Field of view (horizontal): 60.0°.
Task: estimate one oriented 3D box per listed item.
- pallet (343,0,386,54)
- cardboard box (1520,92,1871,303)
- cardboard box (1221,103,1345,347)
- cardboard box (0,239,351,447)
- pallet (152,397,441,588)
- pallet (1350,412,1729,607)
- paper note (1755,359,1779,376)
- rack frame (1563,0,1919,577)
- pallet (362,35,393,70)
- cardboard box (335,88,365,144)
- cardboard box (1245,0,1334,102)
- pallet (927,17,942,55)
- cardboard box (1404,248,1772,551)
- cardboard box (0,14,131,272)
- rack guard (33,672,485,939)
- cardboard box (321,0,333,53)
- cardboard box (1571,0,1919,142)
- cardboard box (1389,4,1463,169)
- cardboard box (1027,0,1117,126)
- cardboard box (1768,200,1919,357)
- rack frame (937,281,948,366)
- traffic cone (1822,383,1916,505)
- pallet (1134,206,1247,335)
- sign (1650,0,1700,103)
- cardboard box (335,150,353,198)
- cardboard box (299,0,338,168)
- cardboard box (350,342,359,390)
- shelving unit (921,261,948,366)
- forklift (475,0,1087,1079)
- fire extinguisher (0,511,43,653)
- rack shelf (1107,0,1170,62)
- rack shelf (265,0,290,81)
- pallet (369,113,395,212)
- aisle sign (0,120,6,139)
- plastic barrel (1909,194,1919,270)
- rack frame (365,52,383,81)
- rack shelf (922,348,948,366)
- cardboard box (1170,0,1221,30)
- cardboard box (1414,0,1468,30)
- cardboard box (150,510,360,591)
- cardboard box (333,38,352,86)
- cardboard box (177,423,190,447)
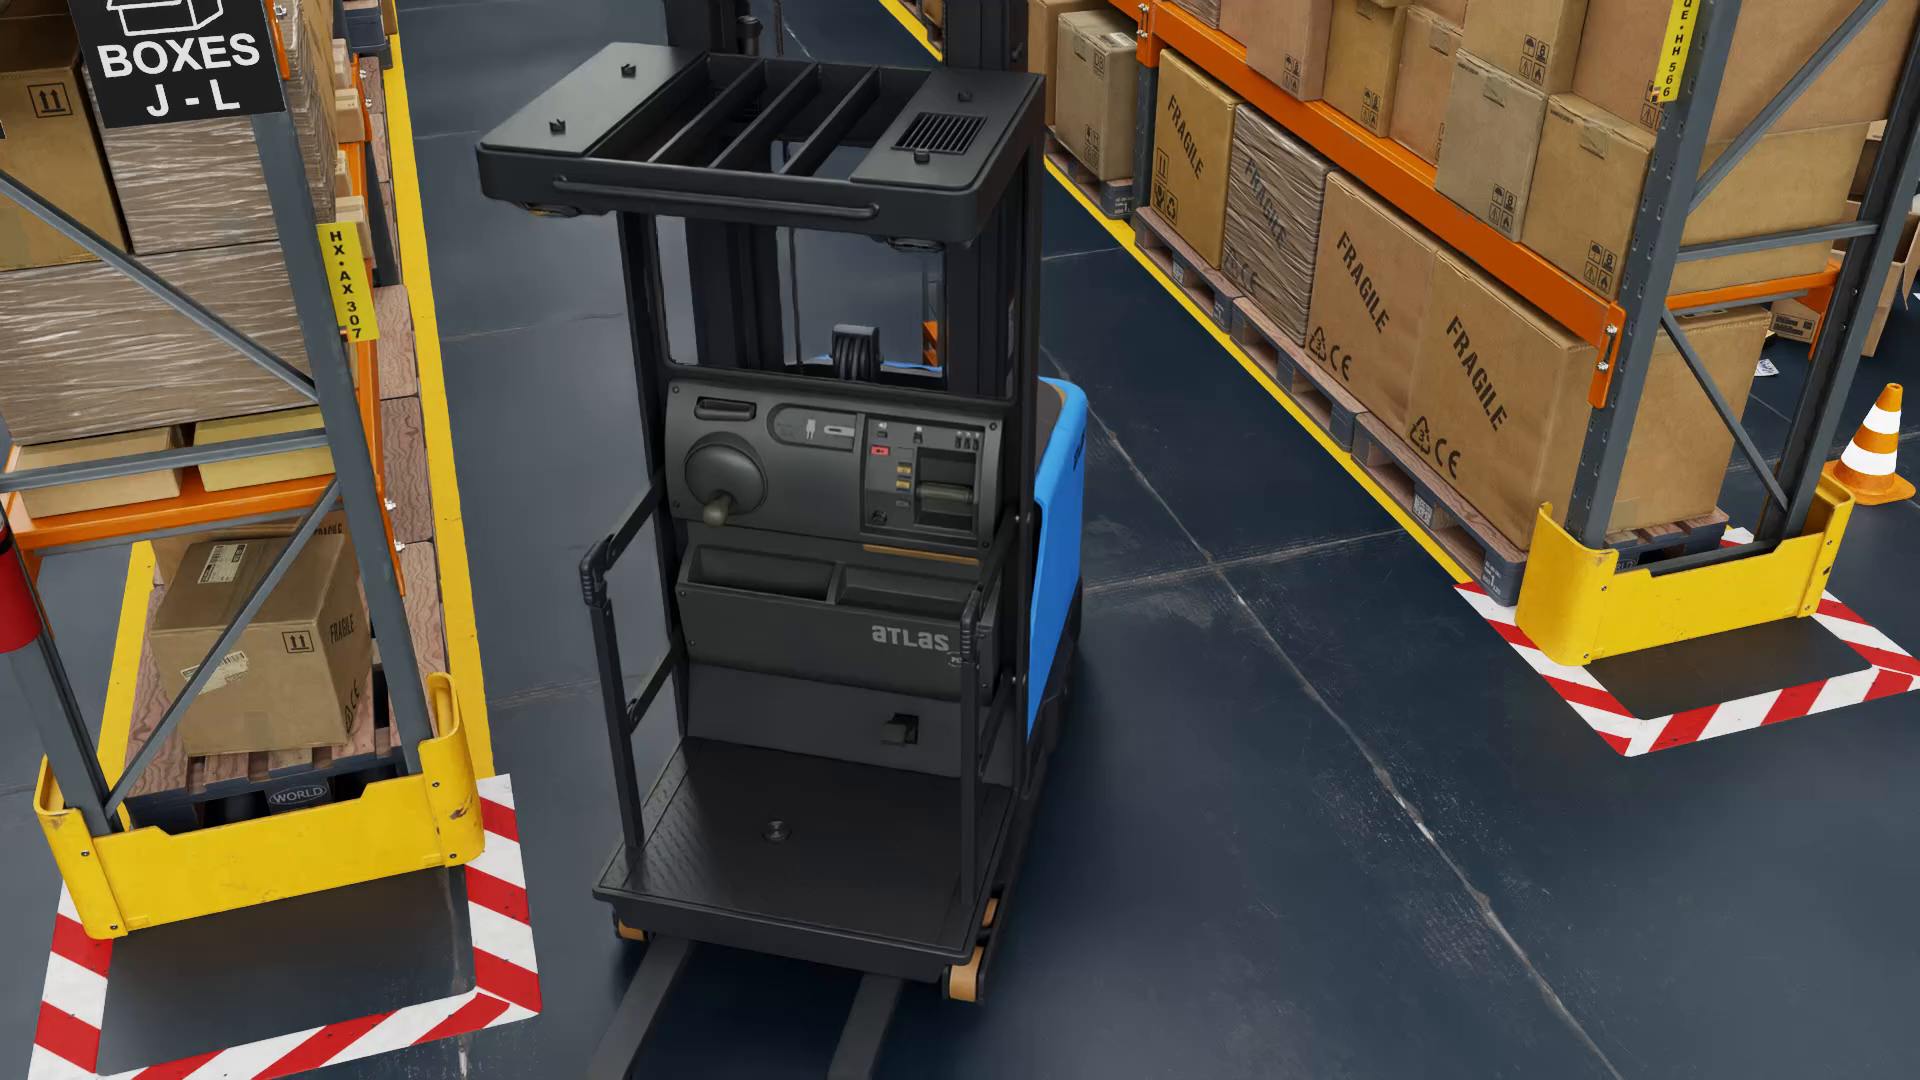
[{"bbox_3d":[-3.391,-2.647,8.209,1.003,0.211,1.213,-10,35,-15],"label":"pallet"},{"bbox_3d":[2.521,-1.232,5.758,0.875,0.550,0.550,-10,35,-15],"label":"cardboard box"},{"bbox_3d":[1.861,-1.557,7.931,0.875,0.875,0.875,-10,35,-14],"label":"cardboard box"},{"bbox_3d":[-2.218,-0.660,4.668,0.875,0.500,0.500,-10,35,-15],"label":"cardboard box"},{"bbox_3d":[-2.683,-0.150,6.785,1.003,0.211,1.213,-10,35,-15],"label":"pallet"},{"bbox_3d":[2.359,-0.226,6.900,1.003,0.211,1.213,-10,35,-15],"label":"pallet"},{"bbox_3d":[3.829,-0.830,7.980,0.144,0.017,0.142,1,33,2],"label":"paper note"},{"bbox_3d":[2.678,-0.982,5.516,1.000,3.000,0.127,-10,35,-15],"label":"rack frame"},{"bbox_3d":[-4.686,-3.665,12.104,1.003,0.211,1.213,-10,35,-15],"label":"pallet"},{"bbox_3d":[-2.683,-1.746,6.900,0.380,0.149,0.250,-10,35,-15],"label":"cardboard box"},{"bbox_3d":[1.823,-2.365,7.472,0.875,0.550,0.550,-10,35,-15],"label":"cardboard box"},{"bbox_3d":[0.406,-3.593,11.995,1.003,0.211,1.213,-10,35,-15],"label":"pallet"},{"bbox_3d":[2.408,-0.616,6.508,0.875,0.875,0.875,-10,35,-14],"label":"cardboard box"},{"bbox_3d":[-2.480,-1.031,4.323,0.500,0.500,0.500,-10,35,-15],"label":"cardboard box"},{"bbox_3d":[-2.100,0.802,5.083,1.175,0.500,0.348,-10,35,-15],"label":"rack guard"},{"bbox_3d":[-2.443,-1.906,5.647,0.500,0.500,0.500,-10,35,-15],"label":"cardboard box"},{"bbox_3d":[2.601,-1.697,5.481,0.875,0.550,0.550,-10,35,-15],"label":"cardboard box"},{"bbox_3d":[2.282,-1.832,6.666,0.875,0.550,0.550,-10,35,-15],"label":"cardboard box"},{"bbox_3d":[0.892,-3.137,10.436,1.050,0.750,0.750,-10,35,-15],"label":"cardboard box"},{"bbox_3d":[4.414,-1.323,8.295,0.637,0.503,0.797,19,38,26],"label":"cardboard box"},{"bbox_3d":[0.032,-0.445,6.335,0.240,1.200,0.006,-10,35,-15],"label":"rack frame"},{"bbox_3d":[3.868,-0.442,6.998,0.336,0.463,0.334,-10,35,-15],"label":"traffic cone"},{"bbox_3d":[1.615,-1.507,8.839,1.003,0.211,1.213,-10,35,-15],"label":"pallet"},{"bbox_3d":[2.157,-1.480,5.004,0.100,0.325,0.005,-10,35,-15],"label":"sign"},{"bbox_3d":[-2.508,-1.343,6.290,0.380,0.149,0.250,-10,35,-15],"label":"cardboard box"},{"bbox_3d":[-2.131,-1.383,4.854,0.500,0.500,0.500,-10,35,-15],"label":"cardboard box"},{"bbox_3d":[-2.057,-0.554,5.096,0.380,0.149,0.250,-10,35,-15],"label":"cardboard box"},{"bbox_3d":[0.004,-0.493,6.408,0.258,1.200,0.189,-10,35,-15],"label":"shelving unit"},{"bbox_3d":[-0.395,-0.137,4.299,1.130,2.935,3.031,7,34,11],"label":"forklift"},{"bbox_3d":[-2.481,-0.031,4.147,0.296,0.674,0.183,-10,35,-15],"label":"fire extinguisher"},{"bbox_3d":[0.847,-3.832,10.481,1.077,0.370,4.000,-10,35,-15],"label":"rack shelf"},{"bbox_3d":[-2.687,-2.203,5.294,1.077,0.370,4.000,-10,35,-15],"label":"rack shelf"},{"bbox_3d":[-3.912,-2.188,9.870,1.003,0.211,1.213,-10,35,-15],"label":"pallet"},{"bbox_3d":[-2.344,-1.203,3.491,0.394,0.787,0.004,-10,35,-15],"label":"aisle sign"},{"bbox_3d":[5.289,-1.623,8.822,0.512,0.421,0.421,13,36,18],"label":"plastic barrel"},{"bbox_3d":[-4.517,-4.401,10.690,1.000,3.000,0.127,-10,35,-15],"label":"rack frame"},{"bbox_3d":[0.004,-0.656,6.300,0.258,0.103,0.180,-10,35,-15],"label":"rack shelf"},{"bbox_3d":[1.581,-2.953,8.362,0.875,0.550,0.550,-10,35,-15],"label":"cardboard box"},{"bbox_3d":[2.304,-2.287,6.374,0.875,0.550,0.550,-10,35,-15],"label":"cardboard box"},{"bbox_3d":[-2.466,0.028,5.874,0.500,0.500,0.500,-1,33,-2],"label":"cardboard box"},{"bbox_3d":[-2.951,-2.133,7.485,0.380,0.149,0.250,-10,35,-15],"label":"cardboard box"},{"bbox_3d":[-2.436,-0.343,4.776,0.380,0.149,0.250,-10,35,-15],"label":"cardboard box"}]
